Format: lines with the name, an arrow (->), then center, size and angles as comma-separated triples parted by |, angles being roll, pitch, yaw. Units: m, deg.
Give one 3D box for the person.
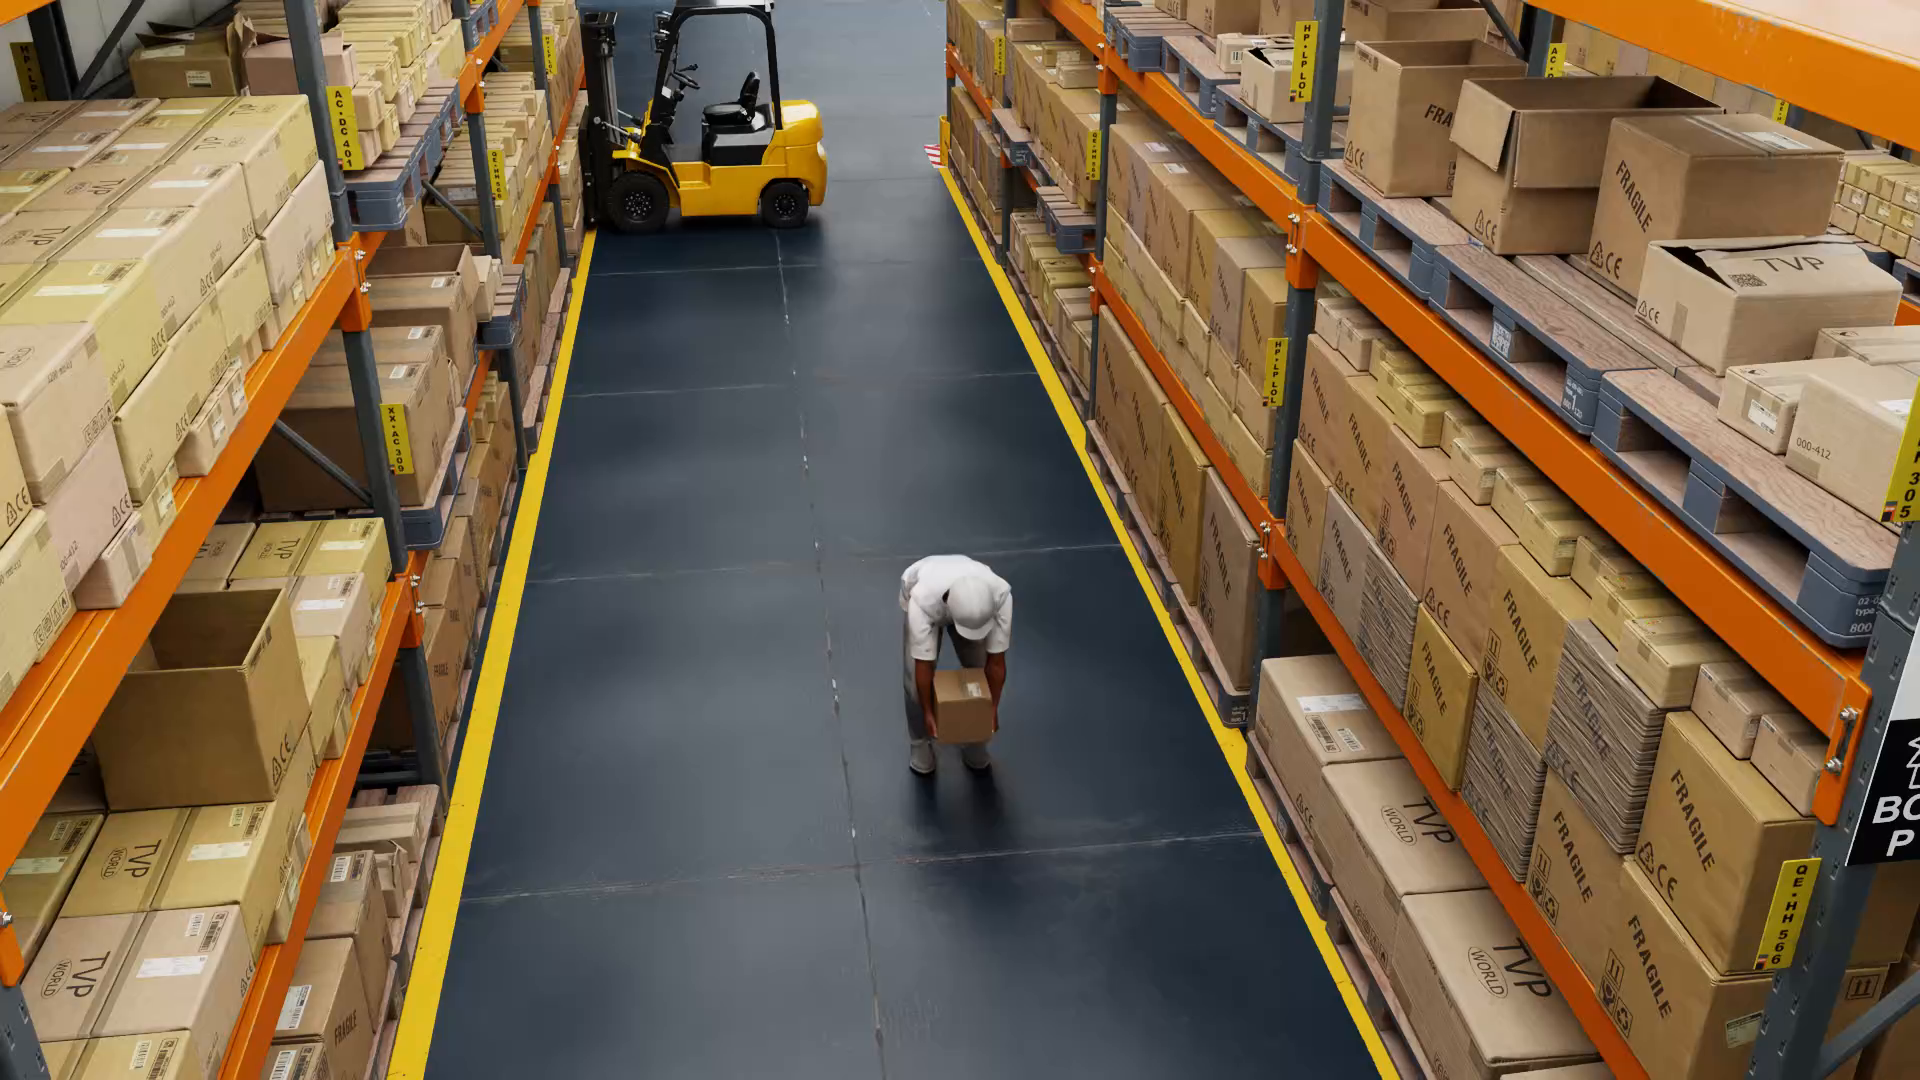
person -> -0.011, 0.596, 7.919 | 0.492, 1.311, 0.923 | -5, 27, -9
